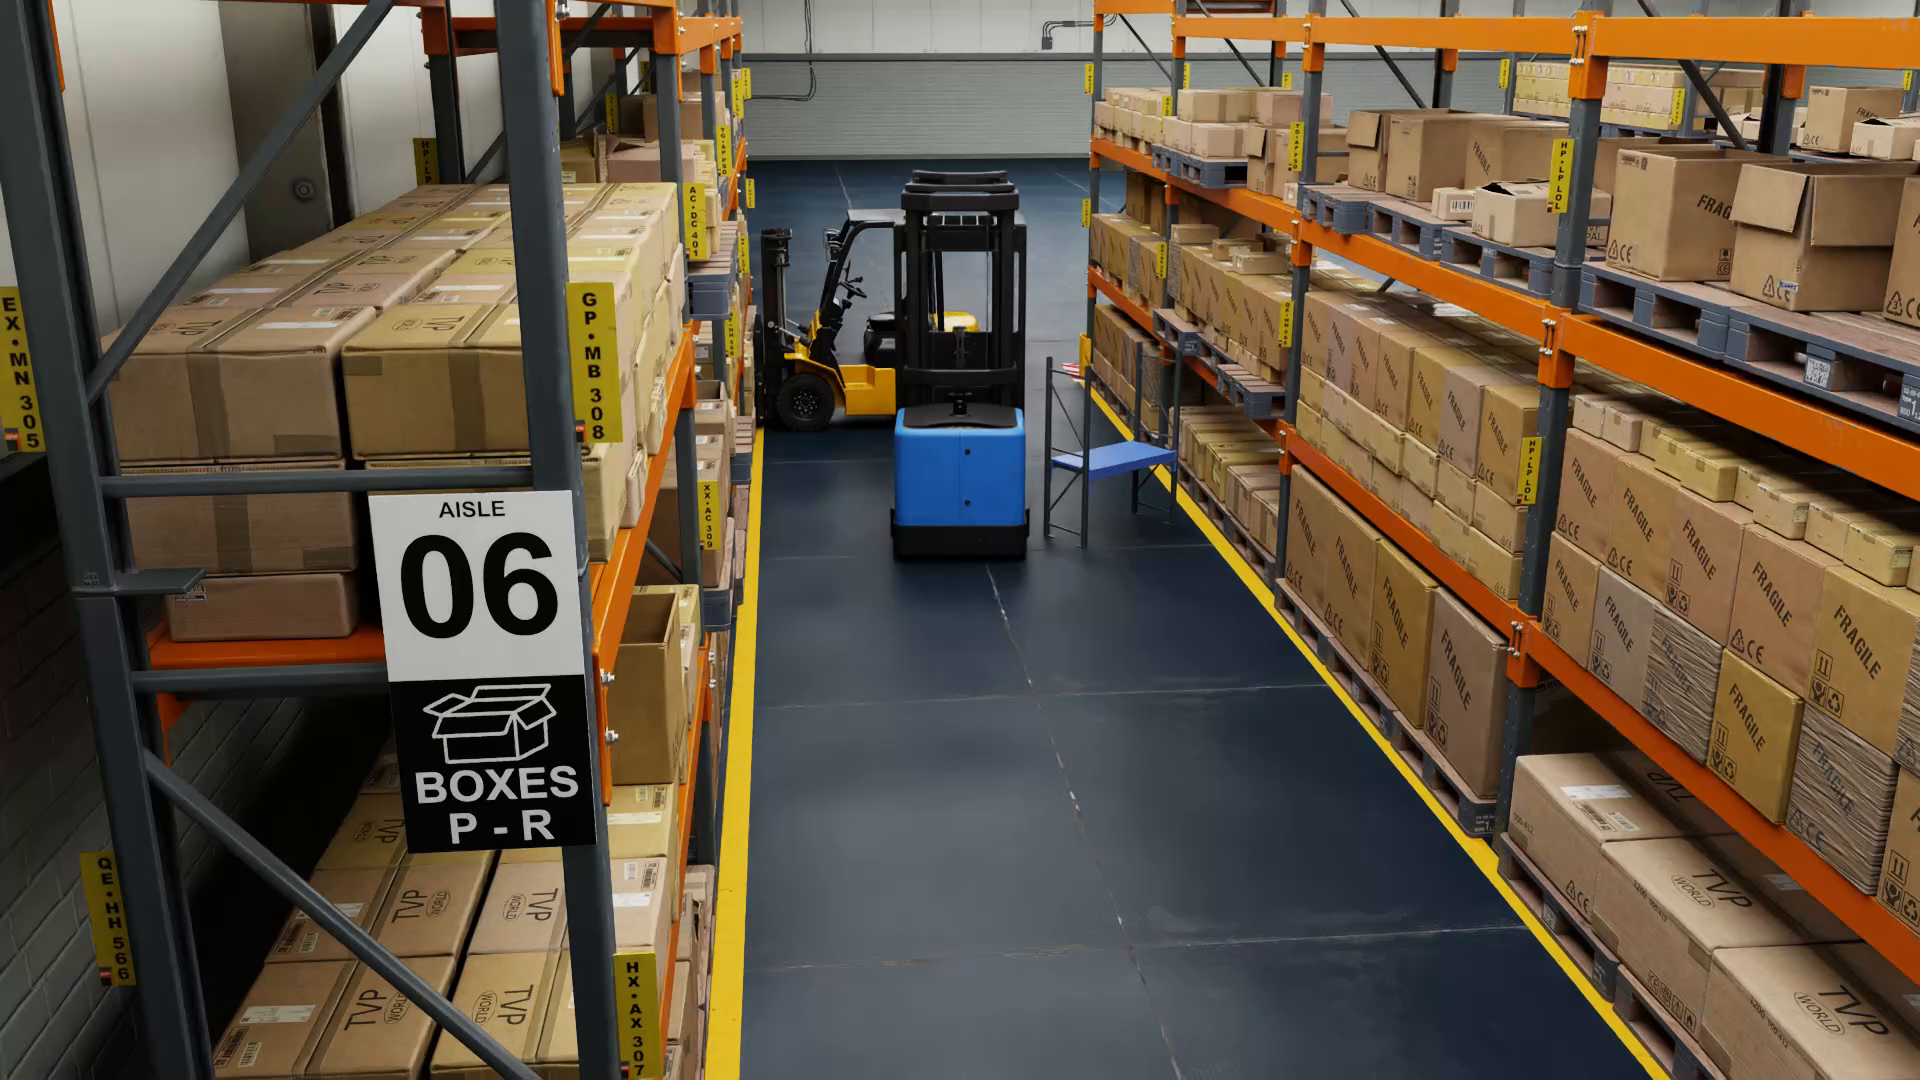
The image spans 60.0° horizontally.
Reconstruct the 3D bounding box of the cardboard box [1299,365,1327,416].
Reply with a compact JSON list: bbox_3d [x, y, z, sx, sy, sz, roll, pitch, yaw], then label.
[{"bbox_3d":[2.645,-1.034,11.379,0.500,0.250,0.500,-2,18,-6],"label":"cardboard box"}]

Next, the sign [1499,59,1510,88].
[{"bbox_3d":[6.374,-5.463,19.470,0.100,0.325,0.005,-2,18,-6],"label":"sign"}]

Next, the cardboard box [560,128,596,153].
[{"bbox_3d":[-1.846,-1.745,7.583,0.396,0.266,0.258,-2,18,-6],"label":"cardboard box"}]

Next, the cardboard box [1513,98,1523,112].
[{"bbox_3d":[6.643,-5.039,19.265,0.380,0.149,0.250,-2,18,-5],"label":"cardboard box"}]

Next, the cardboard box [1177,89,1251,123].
[{"bbox_3d":[2.149,-3.681,14.102,0.500,0.250,0.500,-2,18,-7],"label":"cardboard box"}]

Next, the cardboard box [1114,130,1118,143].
[{"bbox_3d":[1.884,-4.383,18.042,0.380,0.149,0.250,-2,18,-6],"label":"cardboard box"}]

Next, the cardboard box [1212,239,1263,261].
[{"bbox_3d":[2.337,-2.445,14.011,0.380,0.149,0.250,-1,17,-3],"label":"cardboard box"}]

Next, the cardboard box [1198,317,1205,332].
[{"bbox_3d":[2.276,-1.889,14.404,0.380,0.149,0.250,-2,17,-5],"label":"cardboard box"}]

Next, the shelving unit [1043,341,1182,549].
[{"bbox_3d":[1.258,-0.799,13.718,1.048,1.500,0.538,-14,22,-37],"label":"shelving unit"}]

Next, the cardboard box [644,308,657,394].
[{"bbox_3d":[-1.237,-0.587,5.285,0.500,0.250,0.500,-2,18,-7],"label":"cardboard box"}]

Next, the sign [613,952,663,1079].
[{"bbox_3d":[-0.734,1.082,3.776,0.100,0.325,0.005,-2,18,-6],"label":"sign"}]

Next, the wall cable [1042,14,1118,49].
[{"bbox_3d":[3.613,-17.649,49.194,2.305,6.003,0.169,-2,18,-6],"label":"wall cable"}]

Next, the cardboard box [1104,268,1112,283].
[{"bbox_3d":[1.810,-2.948,18.480,0.380,0.149,0.250,-2,17,-5],"label":"cardboard box"}]

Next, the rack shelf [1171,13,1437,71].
[{"bbox_3d":[2.632,-3.950,13.103,1.077,0.370,4.000,-2,18,-6],"label":"rack shelf"}]

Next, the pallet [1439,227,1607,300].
[{"bbox_3d":[3.107,-1.445,8.585,0.805,0.209,1.217,-2,18,-8],"label":"pallet"}]

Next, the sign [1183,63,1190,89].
[{"bbox_3d":[2.567,-5.274,18.982,0.100,0.325,0.005,-2,18,-6],"label":"sign"}]

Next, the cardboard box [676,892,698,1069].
[{"bbox_3d":[-1.399,1.754,6.554,0.700,0.500,0.500,-2,18,-8],"label":"cardboard box"}]

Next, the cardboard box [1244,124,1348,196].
[{"bbox_3d":[2.653,-2.960,12.916,0.797,0.503,0.637,-2,18,-6],"label":"cardboard box"}]

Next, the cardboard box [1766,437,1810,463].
[{"bbox_3d":[3.579,-0.355,6.880,0.380,0.149,0.250,-2,18,-6],"label":"cardboard box"}]

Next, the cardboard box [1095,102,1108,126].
[{"bbox_3d":[1.800,-4.753,18.553,0.500,0.250,0.500,-2,18,-7],"label":"cardboard box"}]

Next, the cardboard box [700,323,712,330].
[{"bbox_3d":[-1.919,-1.488,12.158,0.380,0.149,0.250,-1,17,-4],"label":"cardboard box"}]

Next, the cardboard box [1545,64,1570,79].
[{"bbox_3d":[6.721,-5.196,18.433,0.380,0.149,0.250,-2,17,-5],"label":"cardboard box"}]

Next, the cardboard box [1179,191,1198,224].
[{"bbox_3d":[2.565,-3.175,16.449,0.700,0.500,0.500,-2,18,-5],"label":"cardboard box"}]

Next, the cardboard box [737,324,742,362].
[{"bbox_3d":[-2.141,-1.700,14.334,0.500,0.250,0.500,-2,18,-6],"label":"cardboard box"}]

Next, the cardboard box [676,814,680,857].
[{"bbox_3d":[-1.165,1.063,5.704,0.380,0.149,0.250,-1,17,-4],"label":"cardboard box"}]

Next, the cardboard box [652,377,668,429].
[{"bbox_3d":[-1.167,-0.435,5.466,0.380,0.149,0.250,-1,17,-5],"label":"cardboard box"}]

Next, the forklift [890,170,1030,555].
[{"bbox_3d":[0.001,-1.663,14.081,1.130,2.935,3.031,0,17,0],"label":"forklift"}]

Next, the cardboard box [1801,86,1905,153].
[{"bbox_3d":[7.294,-3.445,13.599,0.500,0.500,0.500,-2,18,-6],"label":"cardboard box"}]

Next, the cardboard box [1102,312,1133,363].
[{"bbox_3d":[1.883,-2.244,18.454,0.500,0.500,0.500,-2,18,-8],"label":"cardboard box"}]

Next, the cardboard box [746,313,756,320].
[{"bbox_3d":[-2.507,-2.341,18.345,0.500,0.250,0.500,-1,17,-5],"label":"cardboard box"}]

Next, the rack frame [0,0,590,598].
[{"bbox_3d":[-1.273,-1.350,2.954,1.000,3.000,0.127,-2,18,-6],"label":"rack frame"}]

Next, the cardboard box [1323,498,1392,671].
[{"bbox_3d":[2.915,0.262,10.681,0.875,0.875,0.875,-2,17,-5],"label":"cardboard box"}]

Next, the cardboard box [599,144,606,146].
[{"bbox_3d":[-2.338,-2.368,10.293,0.380,0.149,0.250,-2,18,-5],"label":"cardboard box"}]

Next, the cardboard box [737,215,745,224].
[{"bbox_3d":[-2.478,-3.353,17.604,0.380,0.149,0.250,-1,17,-4],"label":"cardboard box"}]

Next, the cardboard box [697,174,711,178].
[{"bbox_3d":[-1.415,-1.713,8.173,0.380,0.149,0.250,-2,18,-7],"label":"cardboard box"}]

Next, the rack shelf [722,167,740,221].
[{"bbox_3d":[-2.305,-2.555,13.001,1.077,0.370,4.000,-2,18,-6],"label":"rack shelf"}]

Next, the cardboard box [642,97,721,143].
[{"bbox_3d":[-1.931,-2.821,11.613,0.500,0.500,0.500,-2,18,-5],"label":"cardboard box"}]

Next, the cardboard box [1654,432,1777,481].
[{"bbox_3d":[3.101,-0.339,6.831,0.380,0.149,0.250,-2,18,-6],"label":"cardboard box"}]

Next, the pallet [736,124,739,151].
[{"bbox_3d":[-2.747,-4.068,16.766,1.003,0.211,1.213,-2,18,-6],"label":"pallet"}]

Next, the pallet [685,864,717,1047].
[{"bbox_3d":[-1.616,1.856,7.414,1.003,0.211,1.213,-2,18,-6],"label":"pallet"}]

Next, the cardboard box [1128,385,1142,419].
[{"bbox_3d":[2.033,-1.432,17.120,0.500,0.250,0.500,-2,18,-7],"label":"cardboard box"}]

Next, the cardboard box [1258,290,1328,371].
[{"bbox_3d":[2.515,-1.542,12.218,0.500,0.500,0.500,-2,18,-7],"label":"cardboard box"}]

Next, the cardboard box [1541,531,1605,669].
[{"bbox_3d":[3.039,0.266,7.654,0.500,0.500,0.500,-1,17,-4],"label":"cardboard box"}]

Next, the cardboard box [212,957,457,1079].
[{"bbox_3d":[-1.585,1.313,4.241,0.500,0.250,0.500,-1,17,-4],"label":"cardboard box"}]

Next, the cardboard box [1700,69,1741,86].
[{"bbox_3d":[7.586,-4.611,16.567,0.380,0.149,0.250,-2,18,-6],"label":"cardboard box"}]

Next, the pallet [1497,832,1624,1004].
[{"bbox_3d":[3.252,1.726,7.829,1.003,0.211,1.213,-2,18,-6],"label":"pallet"}]

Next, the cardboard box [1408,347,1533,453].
[{"bbox_3d":[2.862,-0.790,9.348,0.500,0.500,0.500,-1,17,-4],"label":"cardboard box"}]

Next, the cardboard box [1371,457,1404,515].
[{"bbox_3d":[2.812,-0.345,10.017,0.500,0.250,0.500,-2,18,-6],"label":"cardboard box"}]

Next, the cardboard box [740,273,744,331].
[{"bbox_3d":[-2.297,-2.251,15.672,0.500,0.500,0.500,-2,18,-7],"label":"cardboard box"}]

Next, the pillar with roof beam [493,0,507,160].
[{"bbox_3d":[1.153,-4.227,12.118,9.100,9.000,0.400,-2,18,-6],"label":"pillar with roof beam"}]

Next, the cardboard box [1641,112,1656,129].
[{"bbox_3d":[6.957,-4.133,16.379,0.380,0.149,0.250,-1,17,-5],"label":"cardboard box"}]

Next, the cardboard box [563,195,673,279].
[{"bbox_3d":[-1.333,-1.126,6.166,0.500,0.250,0.500,-2,18,-7],"label":"cardboard box"}]

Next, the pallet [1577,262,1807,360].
[{"bbox_3d":[3.325,-0.979,6.927,1.003,0.211,1.213,-2,18,-6],"label":"pallet"}]

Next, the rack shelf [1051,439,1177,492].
[{"bbox_3d":[1.258,-0.627,13.772,1.000,0.185,0.538,-14,22,-37],"label":"rack shelf"}]
